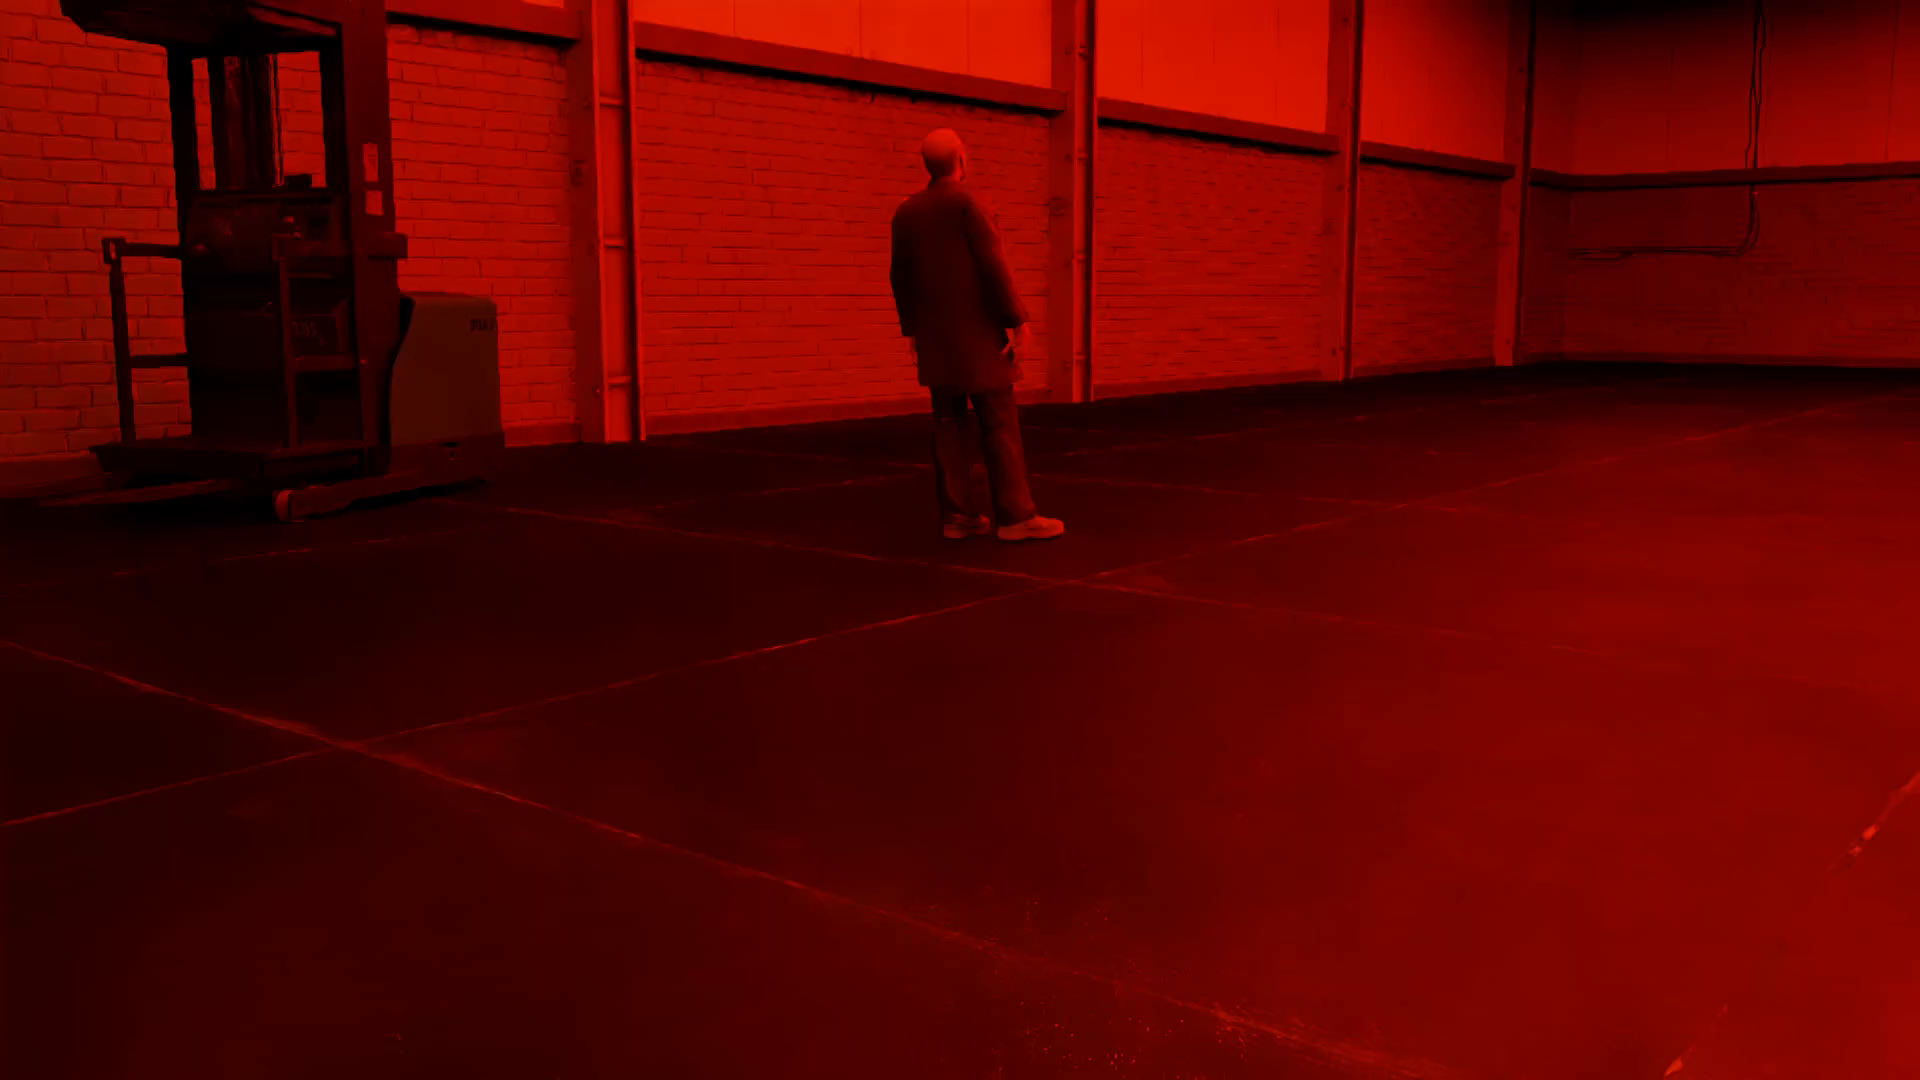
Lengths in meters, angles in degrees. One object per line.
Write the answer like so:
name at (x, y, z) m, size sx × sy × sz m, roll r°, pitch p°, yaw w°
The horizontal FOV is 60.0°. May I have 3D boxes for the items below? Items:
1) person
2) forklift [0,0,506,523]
person at (0.061, -0.896, 7.343) m, size 0.694 × 1.776 × 0.580 m, roll 7°, pitch 11°, yaw 38°
forklift at (-3.575, -1.595, 8.184) m, size 1.130 × 2.935 × 3.031 m, roll 3°, pitch 9°, yaw 19°
